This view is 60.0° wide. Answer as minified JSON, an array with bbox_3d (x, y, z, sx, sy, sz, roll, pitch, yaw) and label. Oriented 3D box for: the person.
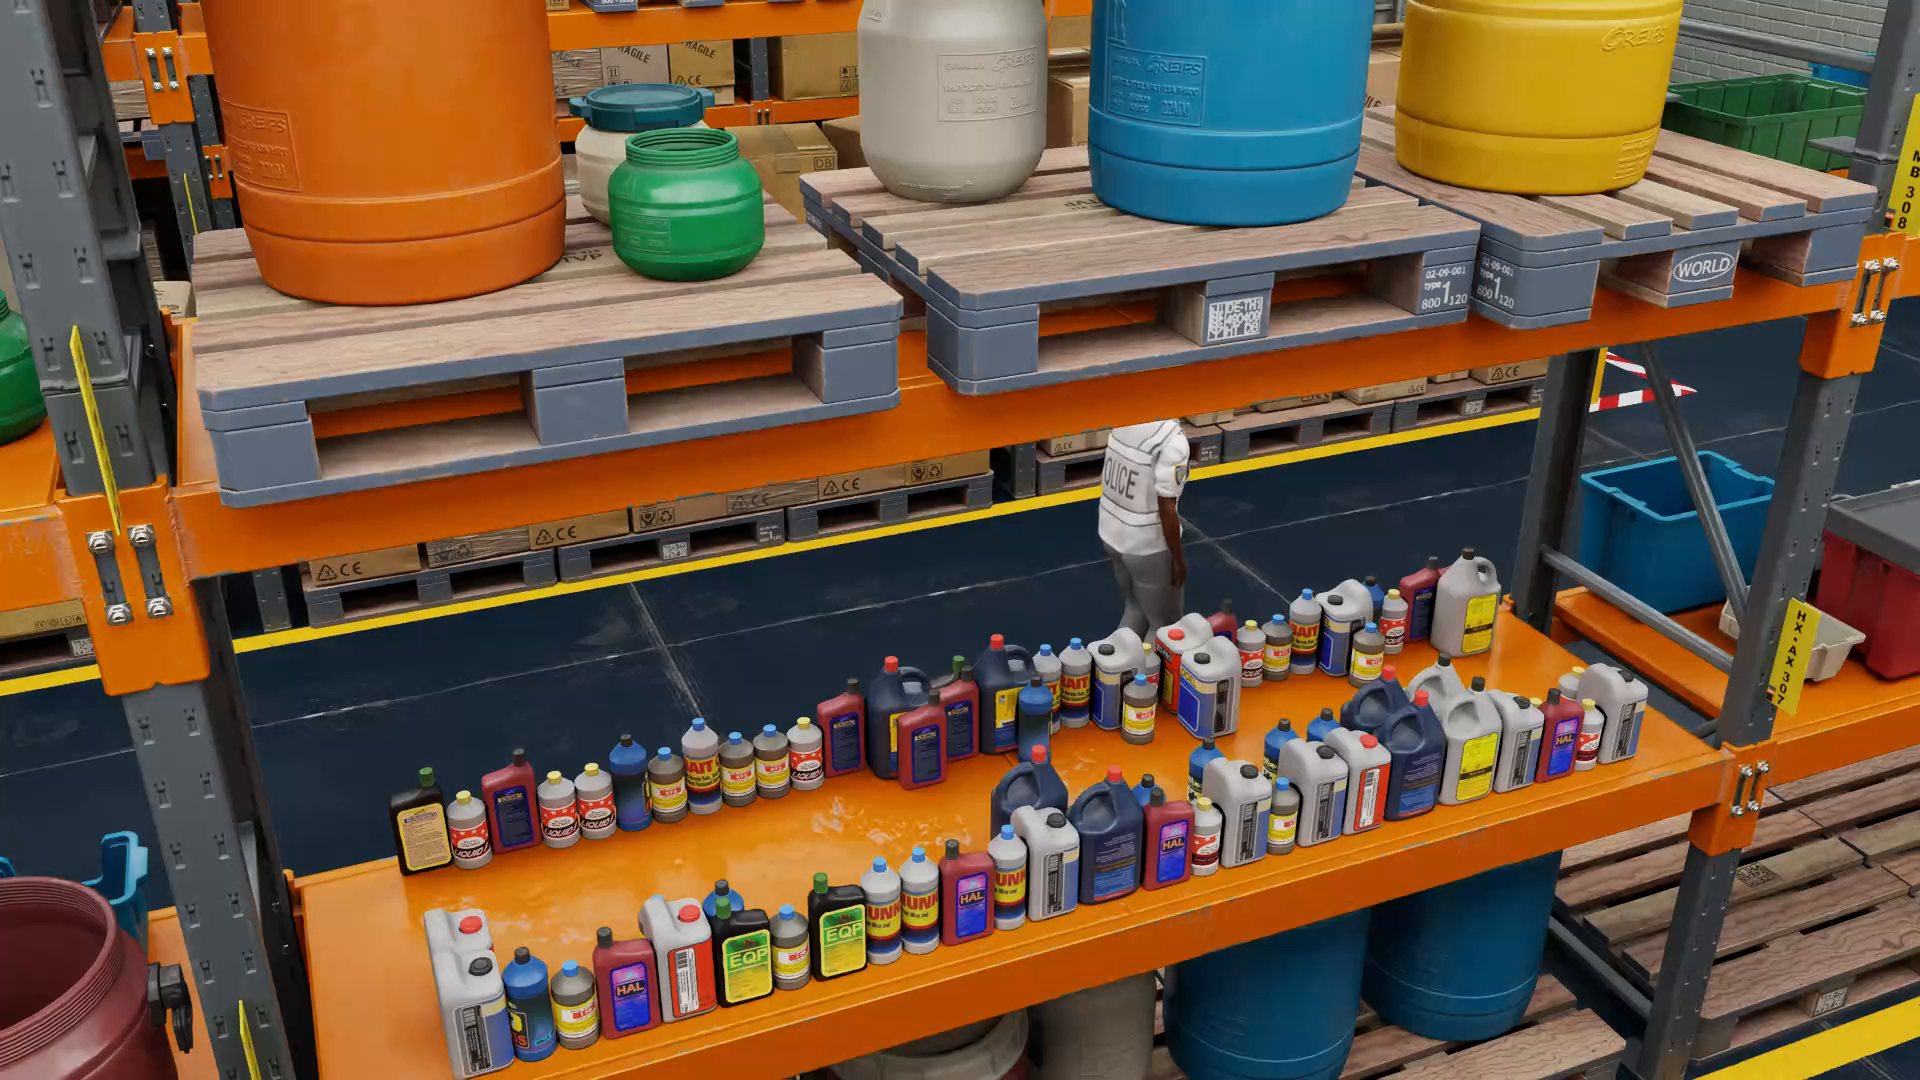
[{"bbox_3d":[0.824,0.008,7.100,0.427,1.656,0.518,-12,29,-23],"label":"person"}]
